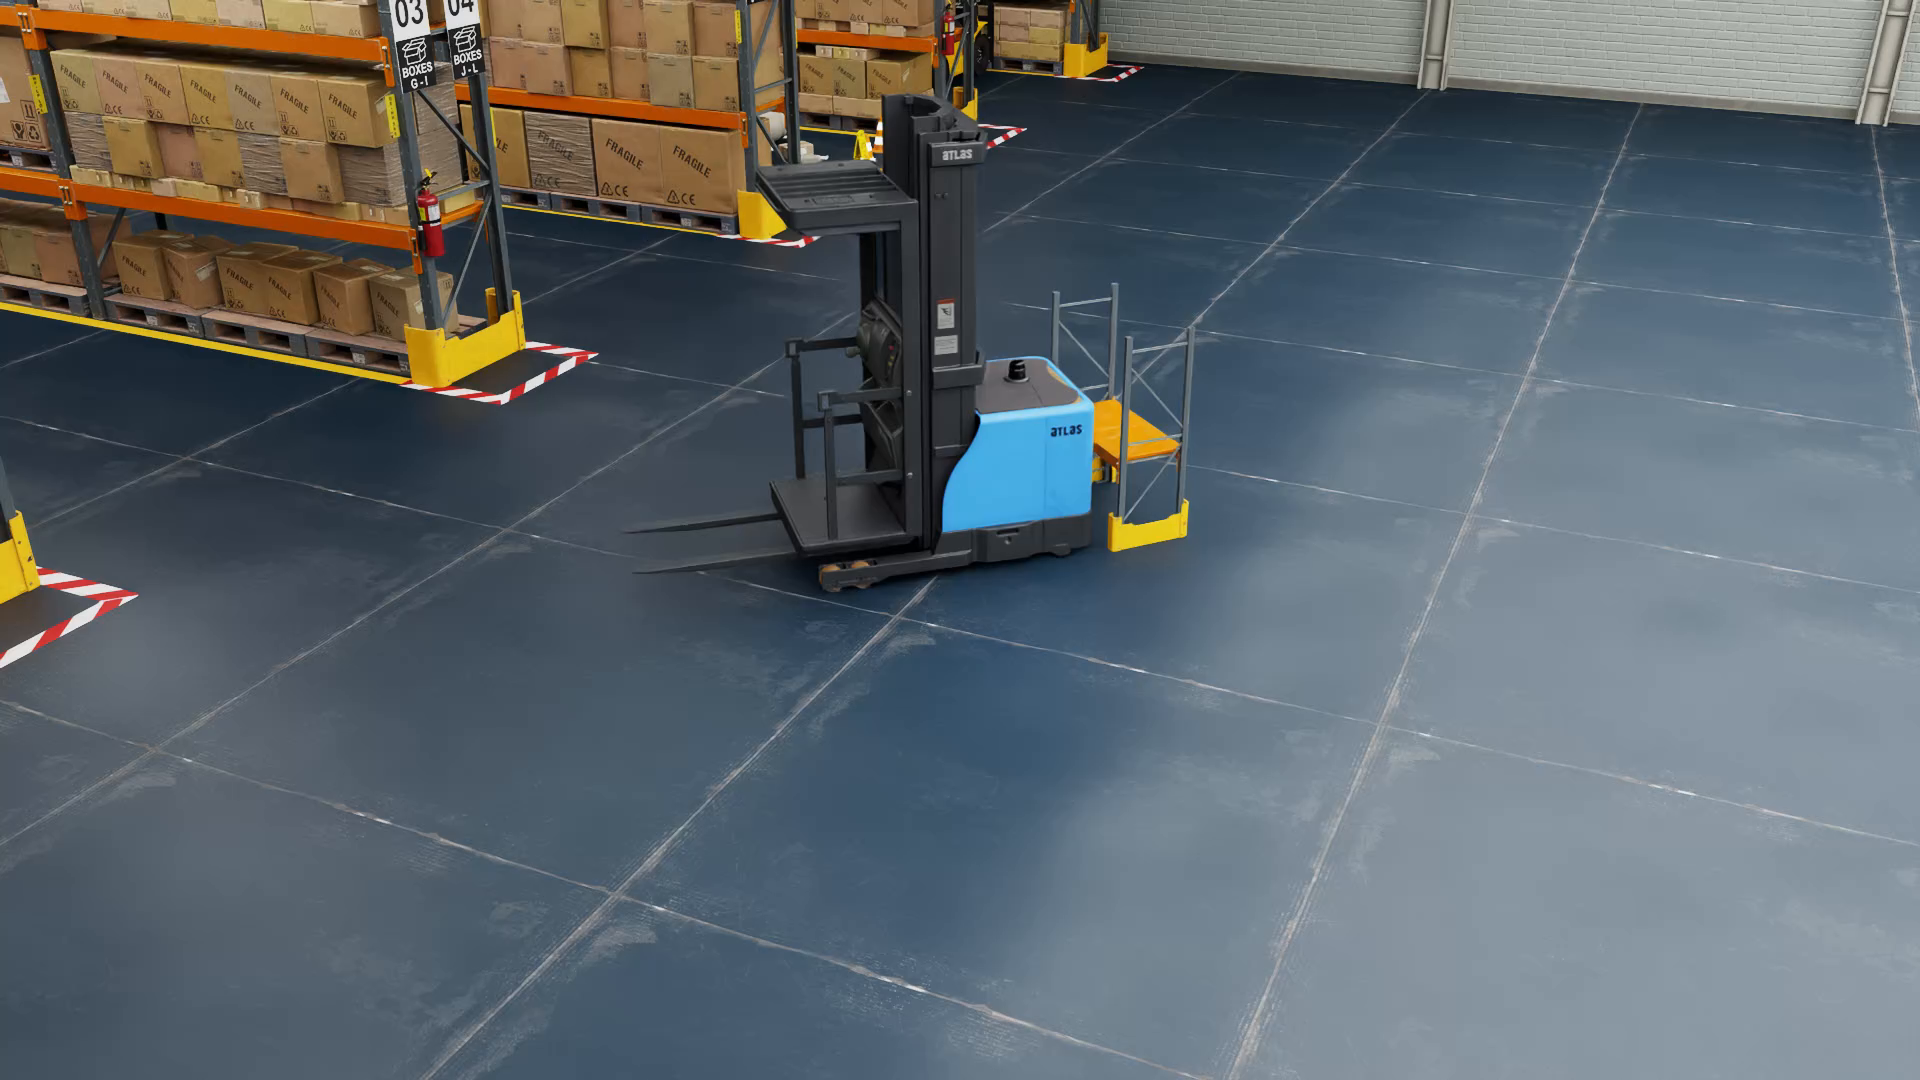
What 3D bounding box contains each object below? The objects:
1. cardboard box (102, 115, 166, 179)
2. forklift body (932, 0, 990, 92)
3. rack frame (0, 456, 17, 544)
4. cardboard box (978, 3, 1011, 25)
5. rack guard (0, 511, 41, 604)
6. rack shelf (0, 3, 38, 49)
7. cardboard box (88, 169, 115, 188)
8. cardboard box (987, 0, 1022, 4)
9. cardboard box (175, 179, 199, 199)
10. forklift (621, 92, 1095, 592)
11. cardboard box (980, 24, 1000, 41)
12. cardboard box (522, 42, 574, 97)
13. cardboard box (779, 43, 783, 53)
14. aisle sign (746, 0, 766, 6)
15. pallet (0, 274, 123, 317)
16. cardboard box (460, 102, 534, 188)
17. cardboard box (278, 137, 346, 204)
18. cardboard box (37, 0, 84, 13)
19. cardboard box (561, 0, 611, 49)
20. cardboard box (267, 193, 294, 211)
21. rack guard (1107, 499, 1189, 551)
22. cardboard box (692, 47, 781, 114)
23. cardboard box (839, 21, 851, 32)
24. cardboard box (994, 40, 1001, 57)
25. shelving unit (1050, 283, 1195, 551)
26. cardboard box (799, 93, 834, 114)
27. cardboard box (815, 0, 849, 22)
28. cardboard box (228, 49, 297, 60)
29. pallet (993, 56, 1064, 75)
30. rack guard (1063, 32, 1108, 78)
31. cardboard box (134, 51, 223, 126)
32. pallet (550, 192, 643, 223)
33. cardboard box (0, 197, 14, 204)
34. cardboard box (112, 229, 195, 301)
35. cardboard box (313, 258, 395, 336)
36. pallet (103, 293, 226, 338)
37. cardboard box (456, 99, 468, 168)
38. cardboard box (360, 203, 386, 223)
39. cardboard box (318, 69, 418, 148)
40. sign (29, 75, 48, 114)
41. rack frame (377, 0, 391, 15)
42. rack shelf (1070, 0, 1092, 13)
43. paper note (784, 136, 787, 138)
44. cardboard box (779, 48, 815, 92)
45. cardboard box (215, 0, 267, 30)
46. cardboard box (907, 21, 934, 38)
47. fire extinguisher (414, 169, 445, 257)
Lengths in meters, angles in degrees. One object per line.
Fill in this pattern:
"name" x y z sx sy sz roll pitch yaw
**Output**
"cardboard box" -6.991 -3.556 14.697 0.500 0.500 0.875 11 28 22
"forklift body" -0.502 -8.073 25.281 1.214 2.155 2.313 11 28 22
"rack frame" -6.224 -0.868 9.686 0.127 3.000 1.000 11 28 22
"cardboard box" 0.501 -8.382 26.454 0.500 0.250 0.500 12 29 22
"rack guard" -6.313 0.259 10.228 0.348 0.500 1.175 11 28 22
"rack shelf" -9.636 -4.979 15.456 4.000 0.370 1.077 11 28 22
"cardboard box" -7.522 -3.267 14.843 0.250 0.149 0.380 11 28 22
"cardboard box" 0.713 -8.593 26.884 0.500 0.250 0.500 11 28 21
"cardboard box" -6.596 -3.099 14.502 0.250 0.149 0.380 11 28 22
"forklift" -0.693 -1.243 10.527 3.031 2.935 1.130 -8 27 -15
"cardboard box" 0.476 -8.165 26.579 0.500 0.250 0.500 11 28 21
"cardboard box" -4.376 -5.334 18.587 0.550 0.550 0.875 11 28 22
"cardboard box" -2.484 -6.753 22.694 0.250 0.149 0.380 13 29 25
"aisle sign" -2.088 -5.868 16.899 0.004 0.787 0.394 11 28 22
"pallet" -8.524 -2.481 16.120 1.213 0.211 1.003 11 28 22
"cardboard box" -5.126 -4.658 19.316 0.875 0.875 0.875 12 29 23
"cardboard box" -5.168 -3.192 13.958 0.500 0.500 0.875 11 28 22
"cardboard box" -7.511 -4.684 14.211 0.500 0.250 0.500 10 28 20
"cardboard box" -3.879 -5.735 18.181 0.500 0.550 0.875 11 28 22
"cardboard box" -5.663 -2.938 14.175 0.250 0.149 0.380 11 28 22
"rack guard" 1.271 -0.102 11.244 0.587 0.250 0.087 -11 28 -21
"cardboard box" -2.385 -4.952 17.812 0.550 0.550 0.875 11 28 22
"cardboard box" -1.424 -6.909 22.241 0.250 0.149 0.380 12 29 23
"cardboard box" 0.521 -7.944 26.696 0.500 0.250 0.500 12 29 22
"shelving unit" 1.068 -0.864 11.376 0.587 1.500 1.083 -11 28 -21
"cardboard box" -1.866 -6.030 22.808 0.500 0.250 0.500 10 28 20
"cardboard box" -1.588 -7.197 22.092 0.500 0.500 0.500 11 28 22
"cardboard box" -5.927 -3.970 14.406 0.500 0.500 0.500 11 28 22
"pallet" 1.266 -7.712 26.745 1.213 0.211 1.003 11 28 22
"rack guard" 2.001 -7.715 26.423 0.348 0.500 1.175 11 28 22
"cardboard box" -6.600 -3.850 14.163 0.500 0.500 0.500 11 28 22
"pallet" -3.896 -3.922 19.048 1.213 0.211 1.003 11 28 22
"cardboard box" -9.809 -3.086 16.524 0.500 0.500 0.700 14 29 26
"cardboard box" -7.468 -2.568 15.495 0.500 0.500 0.500 10 28 20
"cardboard box" -5.294 -2.143 14.630 0.500 0.500 0.500 20 33 35
"pallet" -7.189 -2.231 15.612 1.213 0.211 1.003 11 28 22
"cardboard box" -6.272 -4.823 19.791 0.750 0.750 1.050 11 28 22
"cardboard box" -4.746 -2.762 13.817 0.250 0.149 0.380 11 28 22
"cardboard box" -4.777 -3.487 13.425 0.500 0.500 0.500 11 28 22
"sign" -8.042 -3.886 14.506 0.005 0.325 0.100 11 28 22
"rack frame" -4.174 -5.551 12.406 0.127 3.000 1.000 11 28 22
"rack shelf" 0.159 -8.883 26.781 4.000 0.370 1.077 11 28 22
"paper note" -2.281 -5.405 22.263 0.148 0.019 0.142 2 26 4
"cardboard box" -2.324 -6.461 22.836 0.500 0.500 0.500 13 29 24
"cardboard box" -5.637 -4.311 13.454 0.500 0.250 0.500 12 29 23
"cardboard box" -0.501 -6.714 21.844 0.250 0.149 0.380 12 29 24
"fire extinguisher" -4.260 -2.618 13.329 0.183 0.674 0.296 11 28 22
